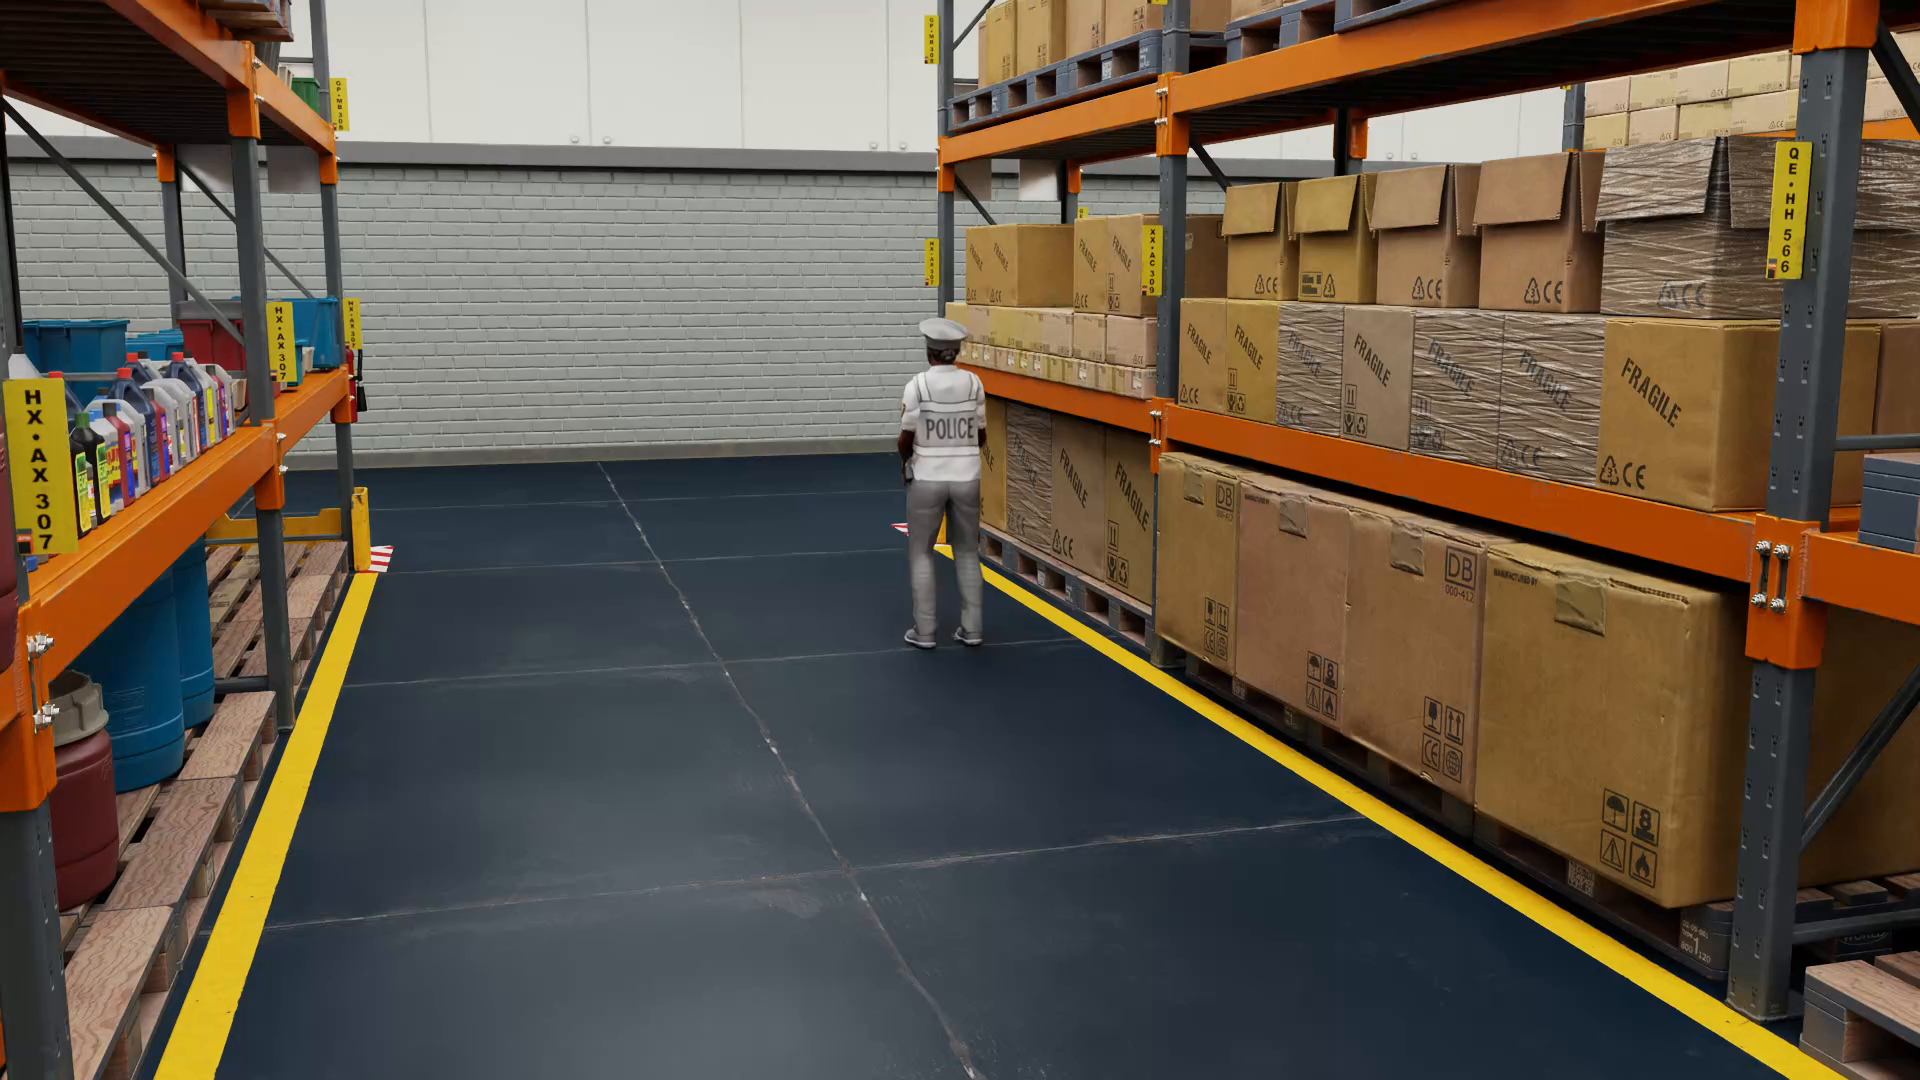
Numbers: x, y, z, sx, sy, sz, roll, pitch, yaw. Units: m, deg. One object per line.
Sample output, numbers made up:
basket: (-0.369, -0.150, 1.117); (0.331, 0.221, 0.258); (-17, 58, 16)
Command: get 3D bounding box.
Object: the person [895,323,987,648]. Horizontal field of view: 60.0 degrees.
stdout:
person: (-0.089, -0.276, 8.558); (0.522, 1.657, 0.395); (-3, 10, -19)
